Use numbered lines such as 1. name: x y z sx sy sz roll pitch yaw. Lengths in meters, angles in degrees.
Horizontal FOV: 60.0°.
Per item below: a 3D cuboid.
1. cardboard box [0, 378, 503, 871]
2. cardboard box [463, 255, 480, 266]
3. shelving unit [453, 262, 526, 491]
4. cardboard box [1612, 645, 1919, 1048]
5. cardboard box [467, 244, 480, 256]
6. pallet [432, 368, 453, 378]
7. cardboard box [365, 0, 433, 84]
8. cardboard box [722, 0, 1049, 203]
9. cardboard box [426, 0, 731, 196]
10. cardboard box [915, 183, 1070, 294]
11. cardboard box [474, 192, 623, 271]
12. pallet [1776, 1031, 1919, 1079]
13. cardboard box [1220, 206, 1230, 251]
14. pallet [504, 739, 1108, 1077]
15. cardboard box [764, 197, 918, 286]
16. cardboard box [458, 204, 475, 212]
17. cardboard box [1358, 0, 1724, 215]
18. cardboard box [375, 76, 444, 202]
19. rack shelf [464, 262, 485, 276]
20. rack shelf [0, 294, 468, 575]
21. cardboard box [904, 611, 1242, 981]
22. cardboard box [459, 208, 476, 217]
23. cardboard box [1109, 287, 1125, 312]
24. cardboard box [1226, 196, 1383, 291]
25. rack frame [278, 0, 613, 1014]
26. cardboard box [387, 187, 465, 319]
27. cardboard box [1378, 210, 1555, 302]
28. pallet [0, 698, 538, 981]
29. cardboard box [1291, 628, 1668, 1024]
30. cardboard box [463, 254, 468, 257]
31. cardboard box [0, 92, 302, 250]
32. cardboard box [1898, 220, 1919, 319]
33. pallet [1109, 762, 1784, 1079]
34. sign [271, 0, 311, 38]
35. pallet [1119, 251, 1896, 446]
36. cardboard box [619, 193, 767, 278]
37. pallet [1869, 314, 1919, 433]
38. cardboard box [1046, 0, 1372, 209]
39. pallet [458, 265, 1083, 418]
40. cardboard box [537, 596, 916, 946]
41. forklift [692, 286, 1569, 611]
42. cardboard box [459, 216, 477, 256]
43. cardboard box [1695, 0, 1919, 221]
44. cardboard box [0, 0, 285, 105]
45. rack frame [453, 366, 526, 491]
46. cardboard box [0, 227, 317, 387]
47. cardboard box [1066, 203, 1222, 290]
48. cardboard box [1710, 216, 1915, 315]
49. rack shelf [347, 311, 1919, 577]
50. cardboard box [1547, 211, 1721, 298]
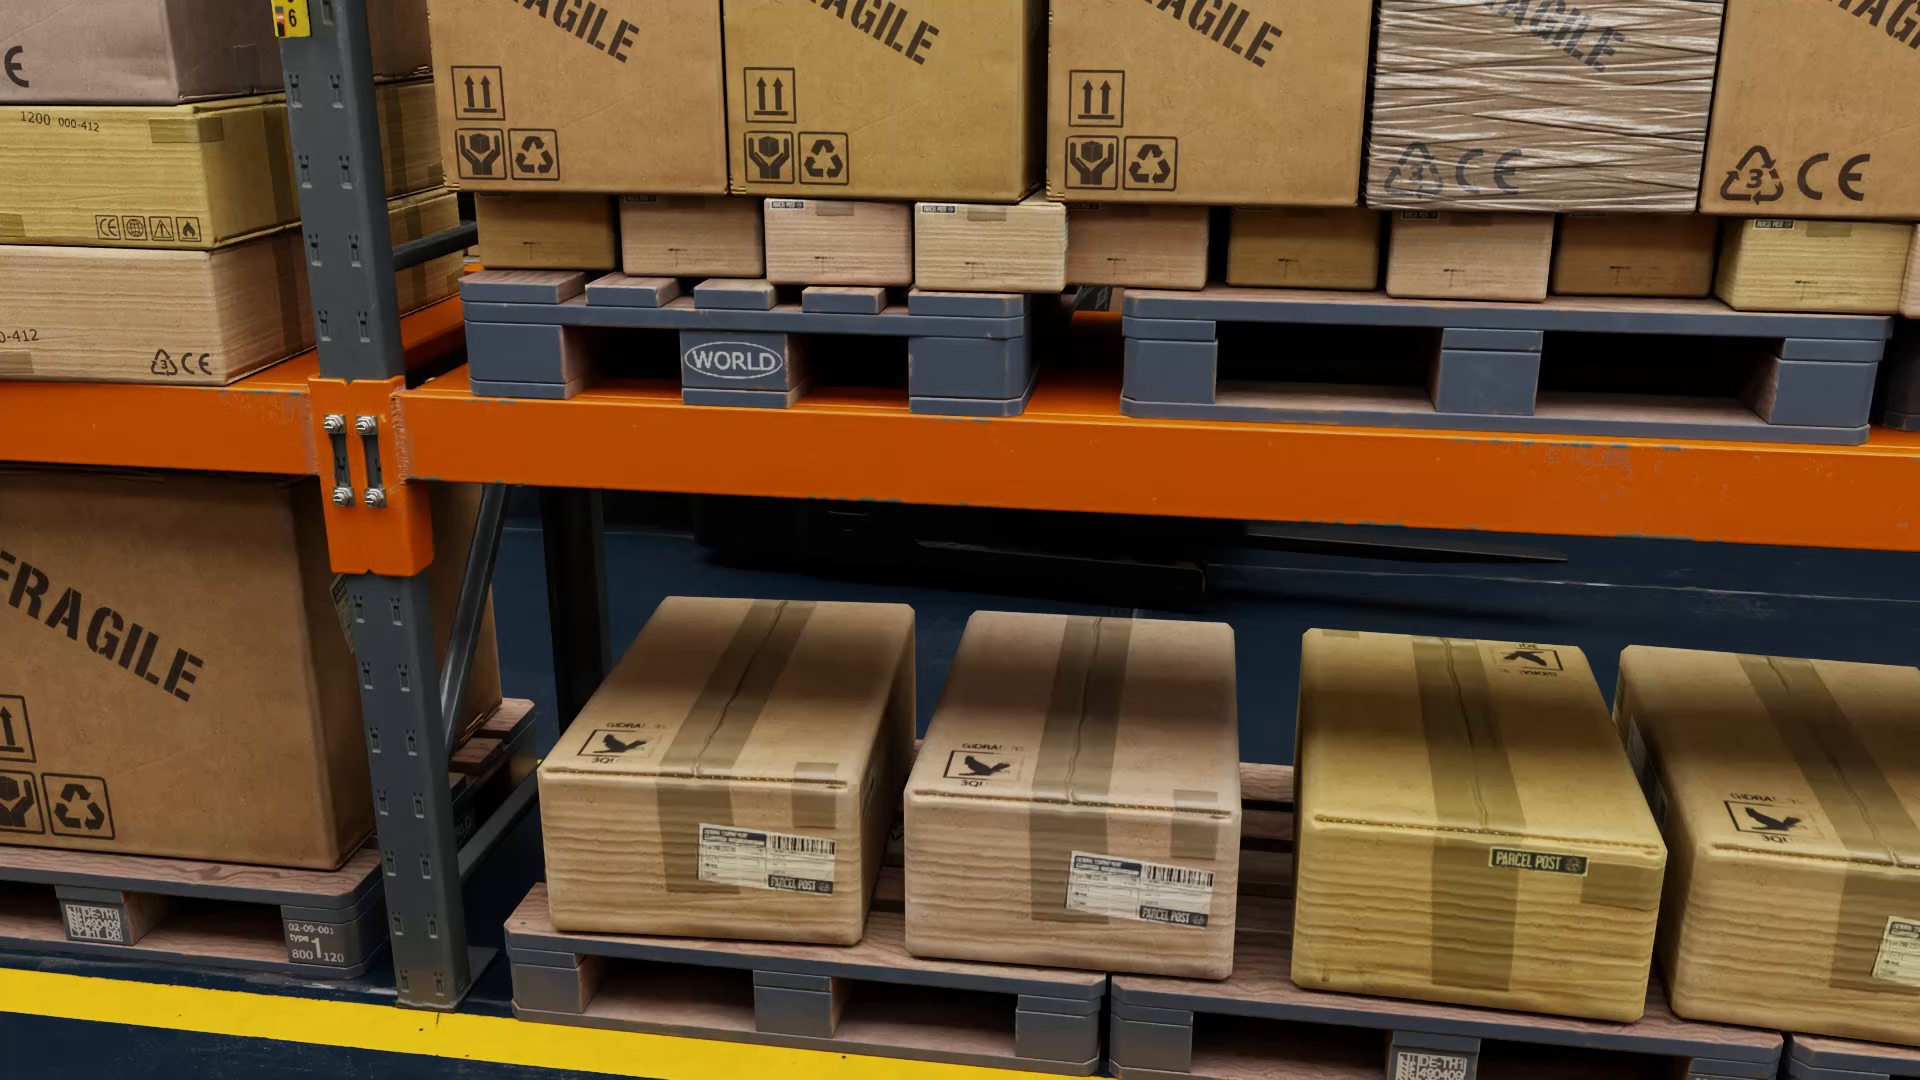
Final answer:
1. cardboard box: -1.687 0.136 3.857 0.875 0.875 0.875 3 19 8
2. cardboard box: -2.212 -1.209 8.467 0.500 0.500 0.500 2 19 7
3. shelving unit: -1.389 -0.668 6.527 1.048 1.125 0.538 5 19 14
4. cardboard box: 1.703 0.576 3.335 0.625 0.372 0.950 4 19 12
5. cardboard box: -2.302 -1.538 8.427 0.250 0.149 0.380 3 19 9
6. pallet: -2.167 -0.956 8.829 1.213 0.211 1.003 3 19 9
7. cardboard box: -1.466 -1.235 3.533 0.500 0.500 0.500 2 19 7
8. cardboard box: -0.095 -0.880 2.919 0.500 0.500 0.500 4 19 11
9. cardboard box: -0.611 -0.904 2.991 0.500 0.500 0.500 2 19 7
10. cardboard box: 0.078 -0.544 2.936 0.250 0.149 0.380 3 19 9
11. cardboard box: -0.727 -0.617 3.155 0.250 0.149 0.380 2 19 5
12. pallet: 2.162 0.873 3.361 1.213 0.211 1.003 3 19 9
13. cardboard box: 0.624 -0.683 3.351 0.250 0.149 0.380 3 19 9
14. pallet: -0.247 0.750 3.728 1.213 0.211 1.003 3 19 9
15. cardboard box: -0.190 -0.564 2.997 0.250 0.149 0.380 2 19 5
16. cardboard box: -2.752 -1.705 8.927 0.250 0.149 0.380 3 19 10
17. cardboard box: 0.923 -0.828 2.763 0.500 0.500 0.500 2 19 7
18. cardboard box: -1.479 -0.881 3.657 0.500 0.250 0.500 3 19 8
19. rack shelf: -1.389 -0.946 6.434 1.000 0.278 0.538 5 19 14
20. rack shelf: -2.993 -0.371 3.820 4.000 0.370 1.077 3 19 9
21. cardboard box: 0.268 0.501 3.557 0.625 0.372 0.950 3 19 8
22. cardboard box: -2.490 -1.710 8.941 0.250 0.149 0.380 3 19 9
23. cardboard box: 1.026 -1.174 8.165 0.625 0.625 0.875 4 19 10
24. cardboard box: 0.614 -0.554 2.967 0.250 0.149 0.380 4 19 11
25. rack frame: -1.018 -0.612 3.405 0.127 3.000 1.000 3 19 9
26. cardboard box: -1.461 -0.644 3.738 0.500 0.250 0.500 3 19 8
27. cardboard box: 0.861 -0.521 2.866 0.250 0.149 0.380 4 19 10
28. pallet: -1.785 0.647 4.036 1.213 0.211 1.003 3 19 9
29. cardboard box: 1.016 0.541 3.438 0.625 0.372 0.950 4 19 10
30. cardboard box: -2.723 -1.237 8.551 0.500 0.500 0.500 2 19 7
31. cardboard box: -1.537 -0.723 3.184 0.500 0.250 0.500 3 19 8
32. cardboard box: 1.609 -0.462 2.691 0.250 0.149 0.380 3 19 9
33. pallet: 0.954 0.812 3.542 1.213 0.211 1.003 3 19 9
34. sign: -1.103 -0.987 2.701 0.005 0.325 0.100 3 19 9
35. pallet: 0.943 -0.434 3.176 1.213 0.211 1.003 3 19 9
36. cardboard box: -0.453 -0.593 3.081 0.250 0.149 0.380 2 19 5
37. pallet: 2.200 -0.404 3.085 1.213 0.211 1.003 3 19 9
38. cardboard box: 0.430 -0.856 2.845 0.500 0.500 0.500 3 19 10
39. pallet: -0.298 -0.518 3.428 1.003 0.211 1.213 3 19 9
40. cardboard box: -0.462 0.467 3.661 0.625 0.372 0.950 2 19 5
41. forklift: 0.603 -1.339 5.685 3.031 2.935 1.130 5 19 14
42. cardboard box: -2.573 -1.542 8.441 0.250 0.149 0.380 4 19 11
43. cardboard box: 1.440 -0.802 2.685 0.500 0.500 0.500 4 19 11
44. cardboard box: -1.570 -1.078 3.063 0.500 0.500 0.500 2 19 7
45. rack frame: -1.879 -0.710 6.653 0.032 1.125 0.500 5 19 14
46. cardboard box: -1.559 -0.485 3.261 0.500 0.250 0.500 2 19 7
47. cardboard box: 0.329 -0.556 2.973 0.250 0.149 0.380 4 19 12
48. cardboard box: 1.374 -0.486 2.762 0.250 0.149 0.380 3 19 9
49. rack shelf: 0.957 -0.170 3.218 4.000 0.370 1.077 3 19 9
50. cardboard box: 1.131 -0.531 2.898 0.250 0.149 0.380 2 19 7
